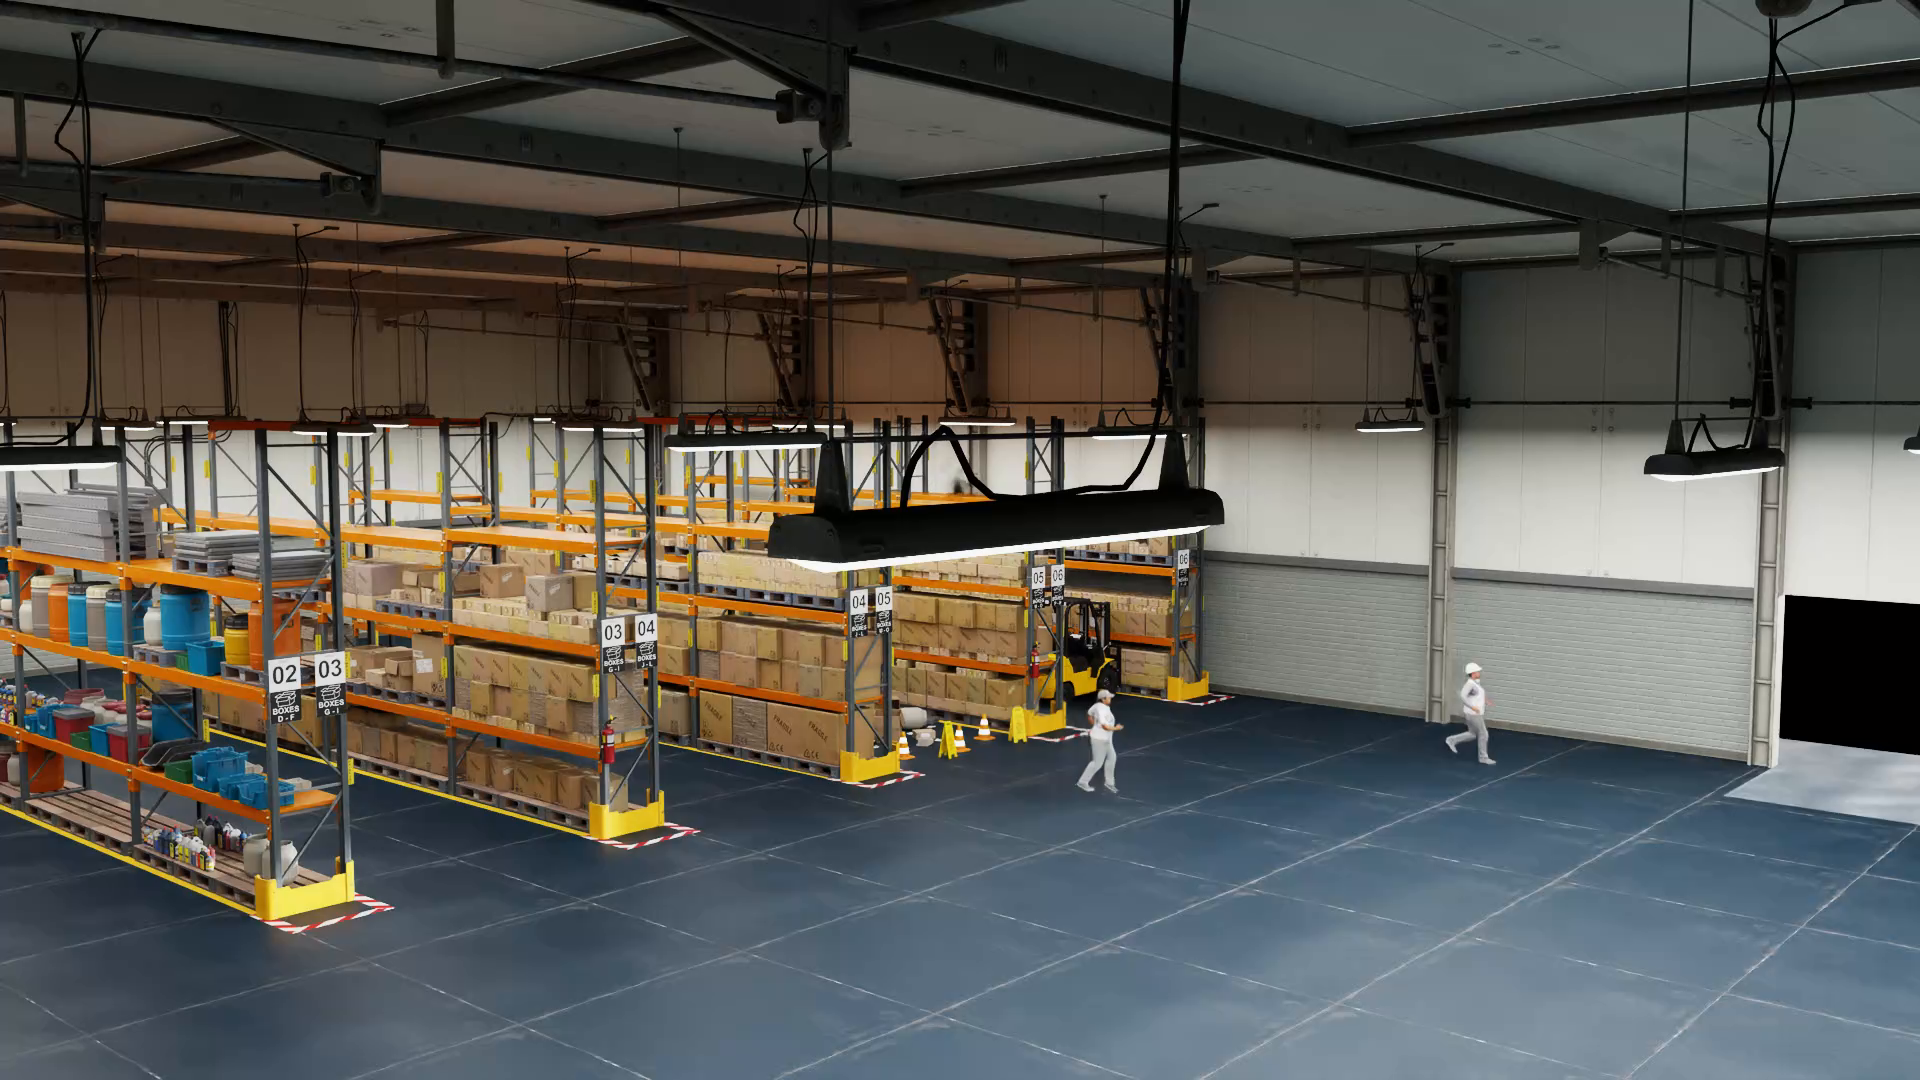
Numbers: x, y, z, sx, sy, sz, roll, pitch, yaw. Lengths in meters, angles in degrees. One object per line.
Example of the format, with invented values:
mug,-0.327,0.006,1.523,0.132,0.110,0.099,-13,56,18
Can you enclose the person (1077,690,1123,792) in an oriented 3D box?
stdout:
person,2.262,3.283,26.906,0.751,1.743,0.618,0,5,0

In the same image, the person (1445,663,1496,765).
person,8.974,3.001,29.176,0.880,1.693,0.662,2,5,18
